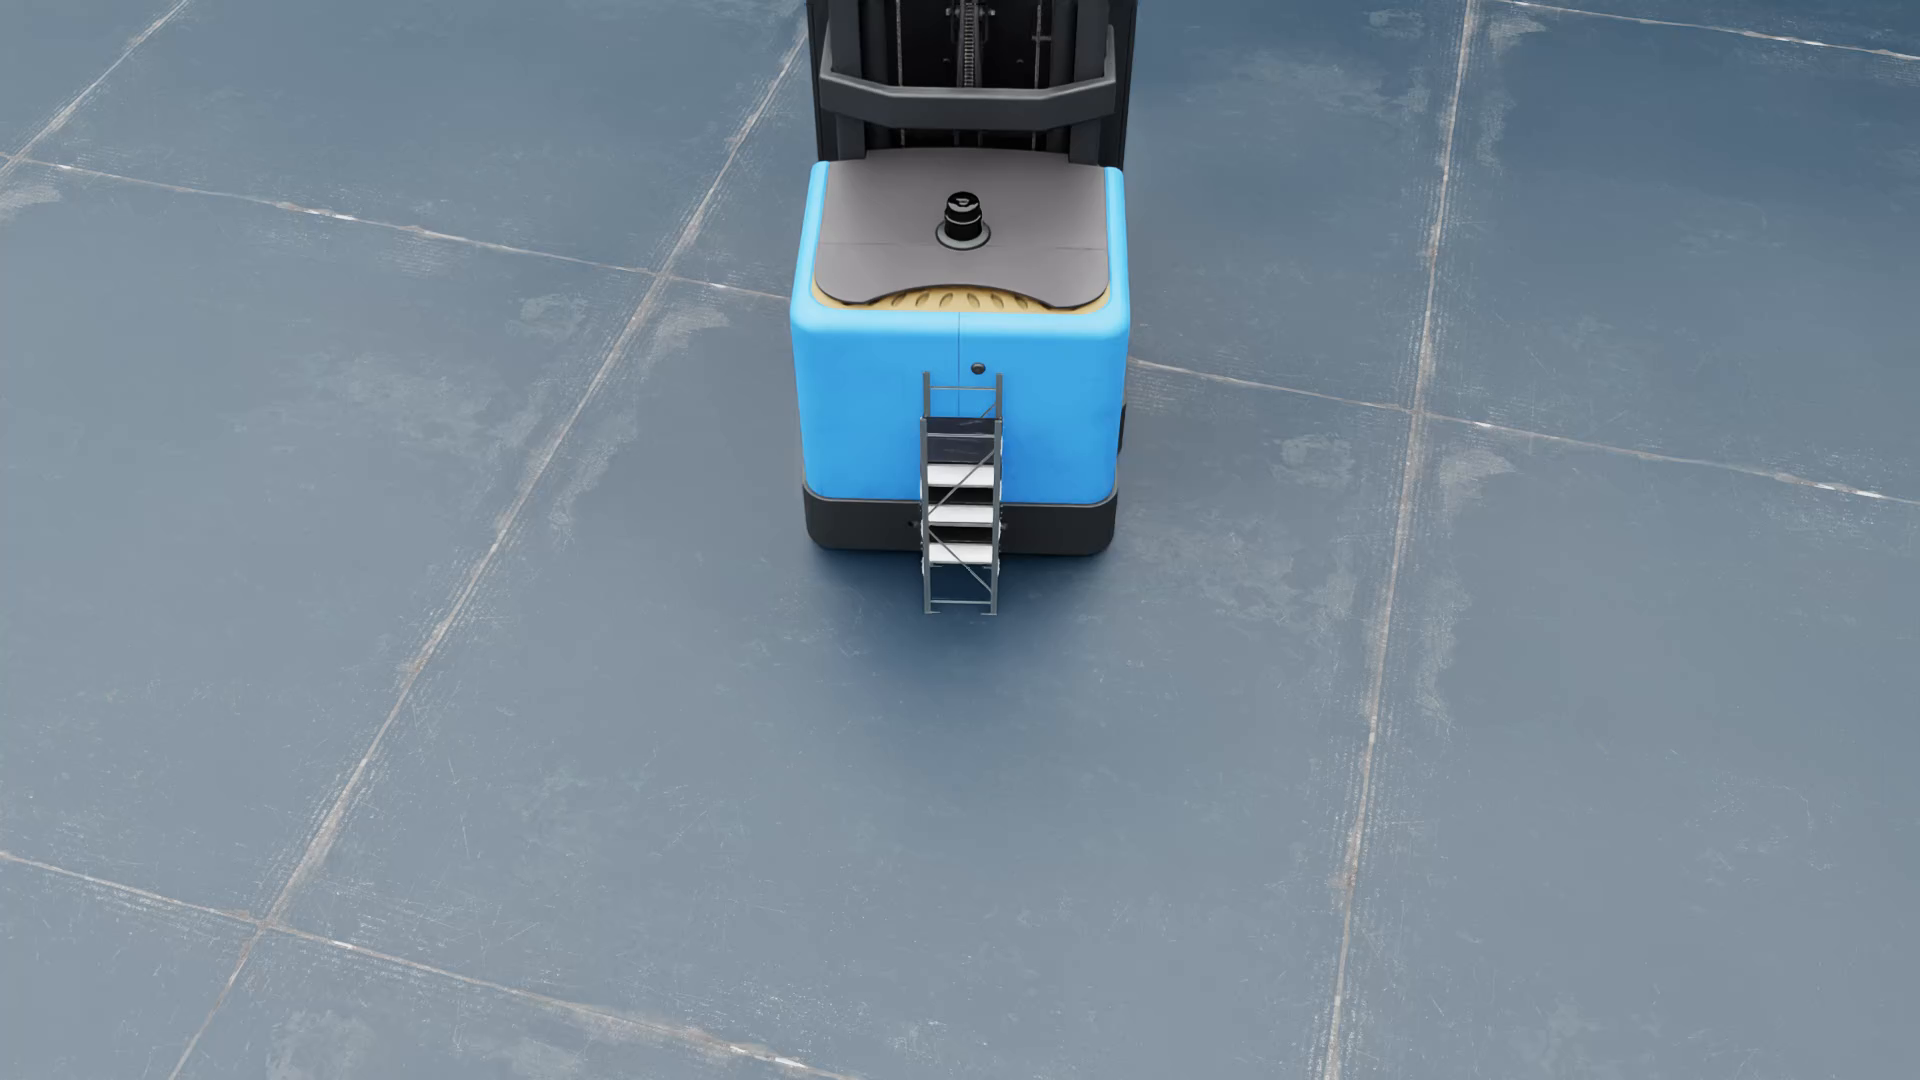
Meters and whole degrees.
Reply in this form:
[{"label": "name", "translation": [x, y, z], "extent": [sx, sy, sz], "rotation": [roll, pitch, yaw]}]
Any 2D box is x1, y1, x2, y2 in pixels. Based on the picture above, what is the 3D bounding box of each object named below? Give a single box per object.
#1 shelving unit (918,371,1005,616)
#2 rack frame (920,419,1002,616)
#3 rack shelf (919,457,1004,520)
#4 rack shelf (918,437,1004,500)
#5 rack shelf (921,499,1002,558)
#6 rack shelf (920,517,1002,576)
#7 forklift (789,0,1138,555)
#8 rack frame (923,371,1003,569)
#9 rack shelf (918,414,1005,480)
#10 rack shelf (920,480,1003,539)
[{"label": "shelving unit", "translation": [0.005, -0.128, 5.263], "extent": [0.258, 0.900, 0.210], "rotation": [1, 49, 1]}, {"label": "rack frame", "translation": [0.002, -0.052, 5.196], "extent": [0.240, 0.900, 0.006], "rotation": [1, 49, 1]}, {"label": "rack shelf", "translation": [0.005, -0.166, 5.220], "extent": [0.258, 0.077, 0.200], "rotation": [1, 49, 1]}, {"label": "rack shelf", "translation": [0.005, -0.225, 5.153], "extent": [0.258, 0.077, 0.200], "rotation": [1, 49, 1]}, {"label": "rack shelf", "translation": [0.005, -0.046, 5.355], "extent": [0.258, 0.077, 0.200], "rotation": [1, 49, 1]}, {"label": "rack shelf", "translation": [0.005, 0.013, 5.423], "extent": [0.258, 0.077, 0.200], "rotation": [1, 49, 1]}, {"label": "forklift", "translation": [0.047, -2.017, 5.575], "extent": [1.130, 2.935, 3.031], "rotation": [1, 49, 1]}, {"label": "rack frame", "translation": [0.009, -0.204, 5.330], "extent": [0.240, 0.900, 0.006], "rotation": [1, 49, 1]}, {"label": "rack shelf", "translation": [0.005, -0.285, 5.085], "extent": [0.258, 0.077, 0.200], "rotation": [1, 49, 1]}, {"label": "rack shelf", "translation": [0.005, -0.106, 5.288], "extent": [0.258, 0.077, 0.200], "rotation": [1, 49, 1]}]
